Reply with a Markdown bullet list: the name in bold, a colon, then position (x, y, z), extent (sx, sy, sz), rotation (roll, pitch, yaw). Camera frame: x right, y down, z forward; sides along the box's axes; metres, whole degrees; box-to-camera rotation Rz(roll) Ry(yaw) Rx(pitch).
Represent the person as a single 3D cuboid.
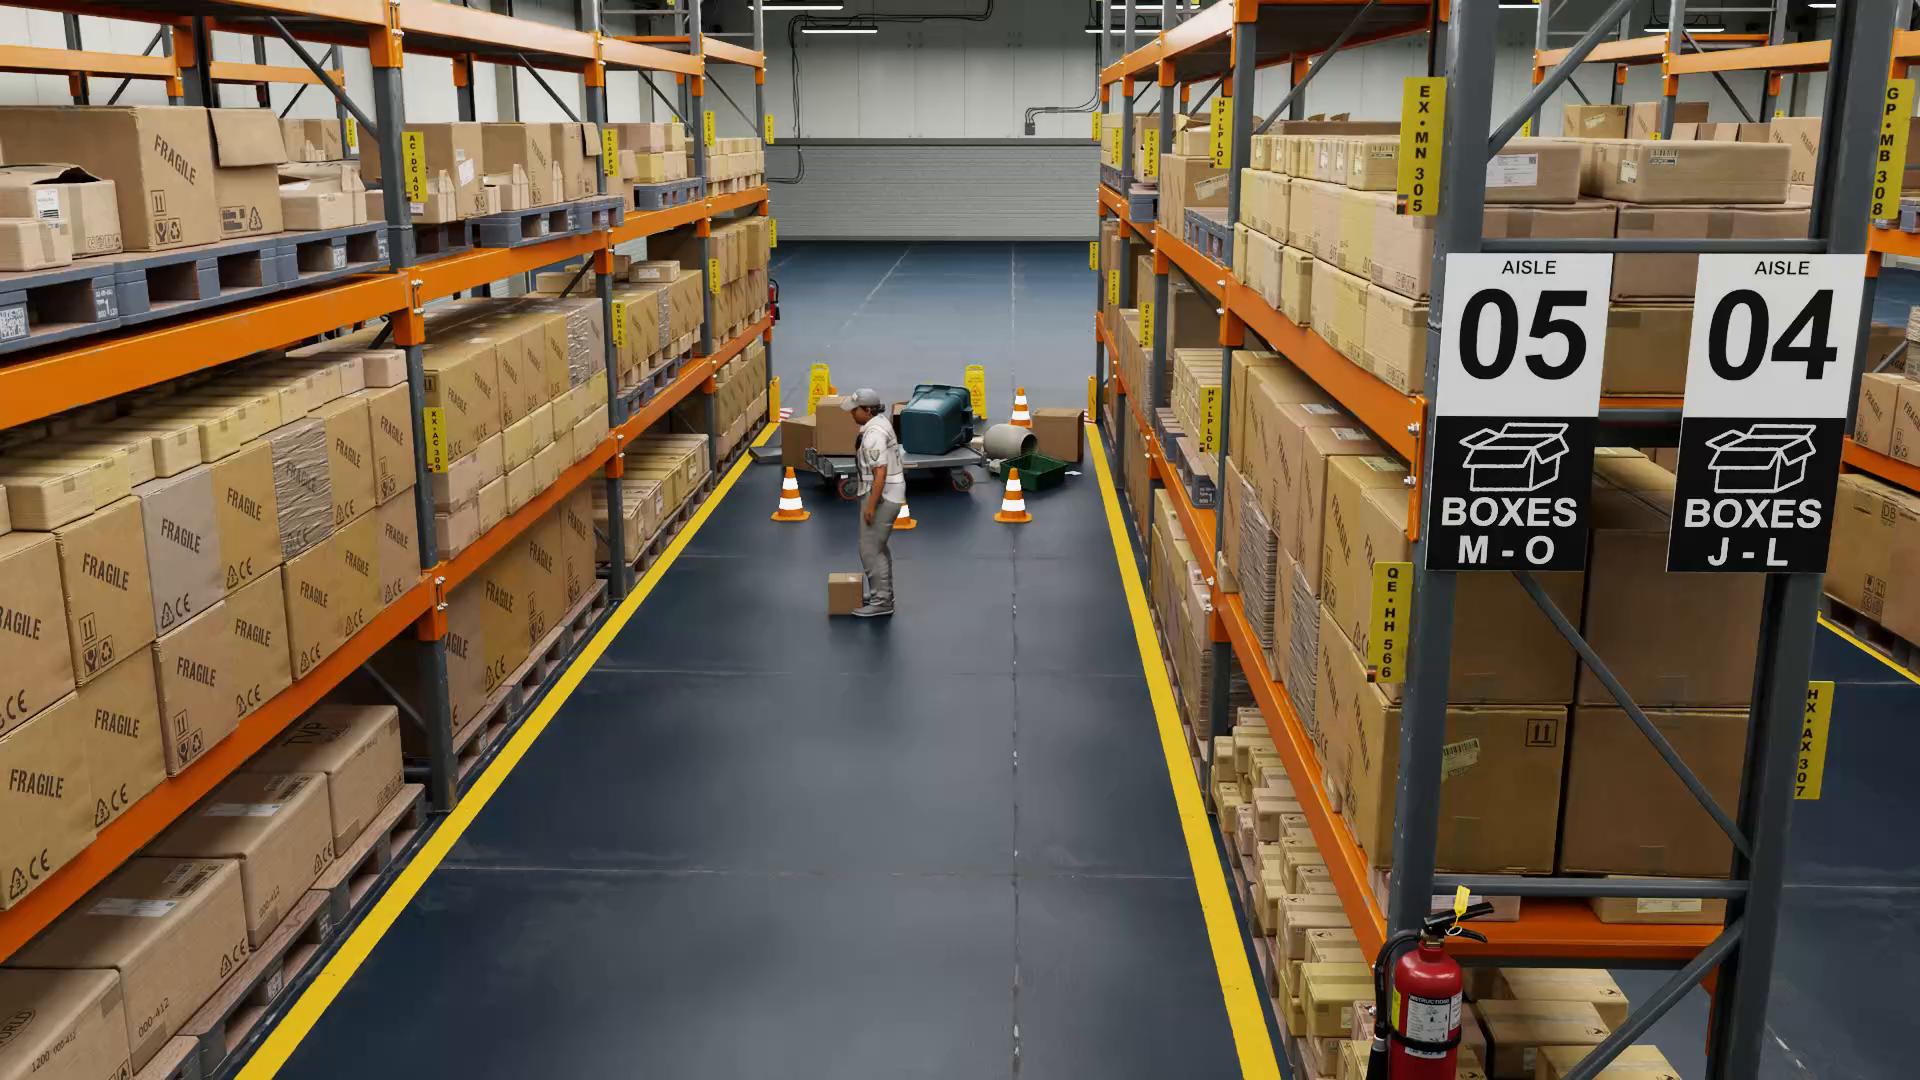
- **person**: position (7.918, -7.241, 31.030), extent (18.113, 6.001, 40.284), rotation (0, 14, -1)
